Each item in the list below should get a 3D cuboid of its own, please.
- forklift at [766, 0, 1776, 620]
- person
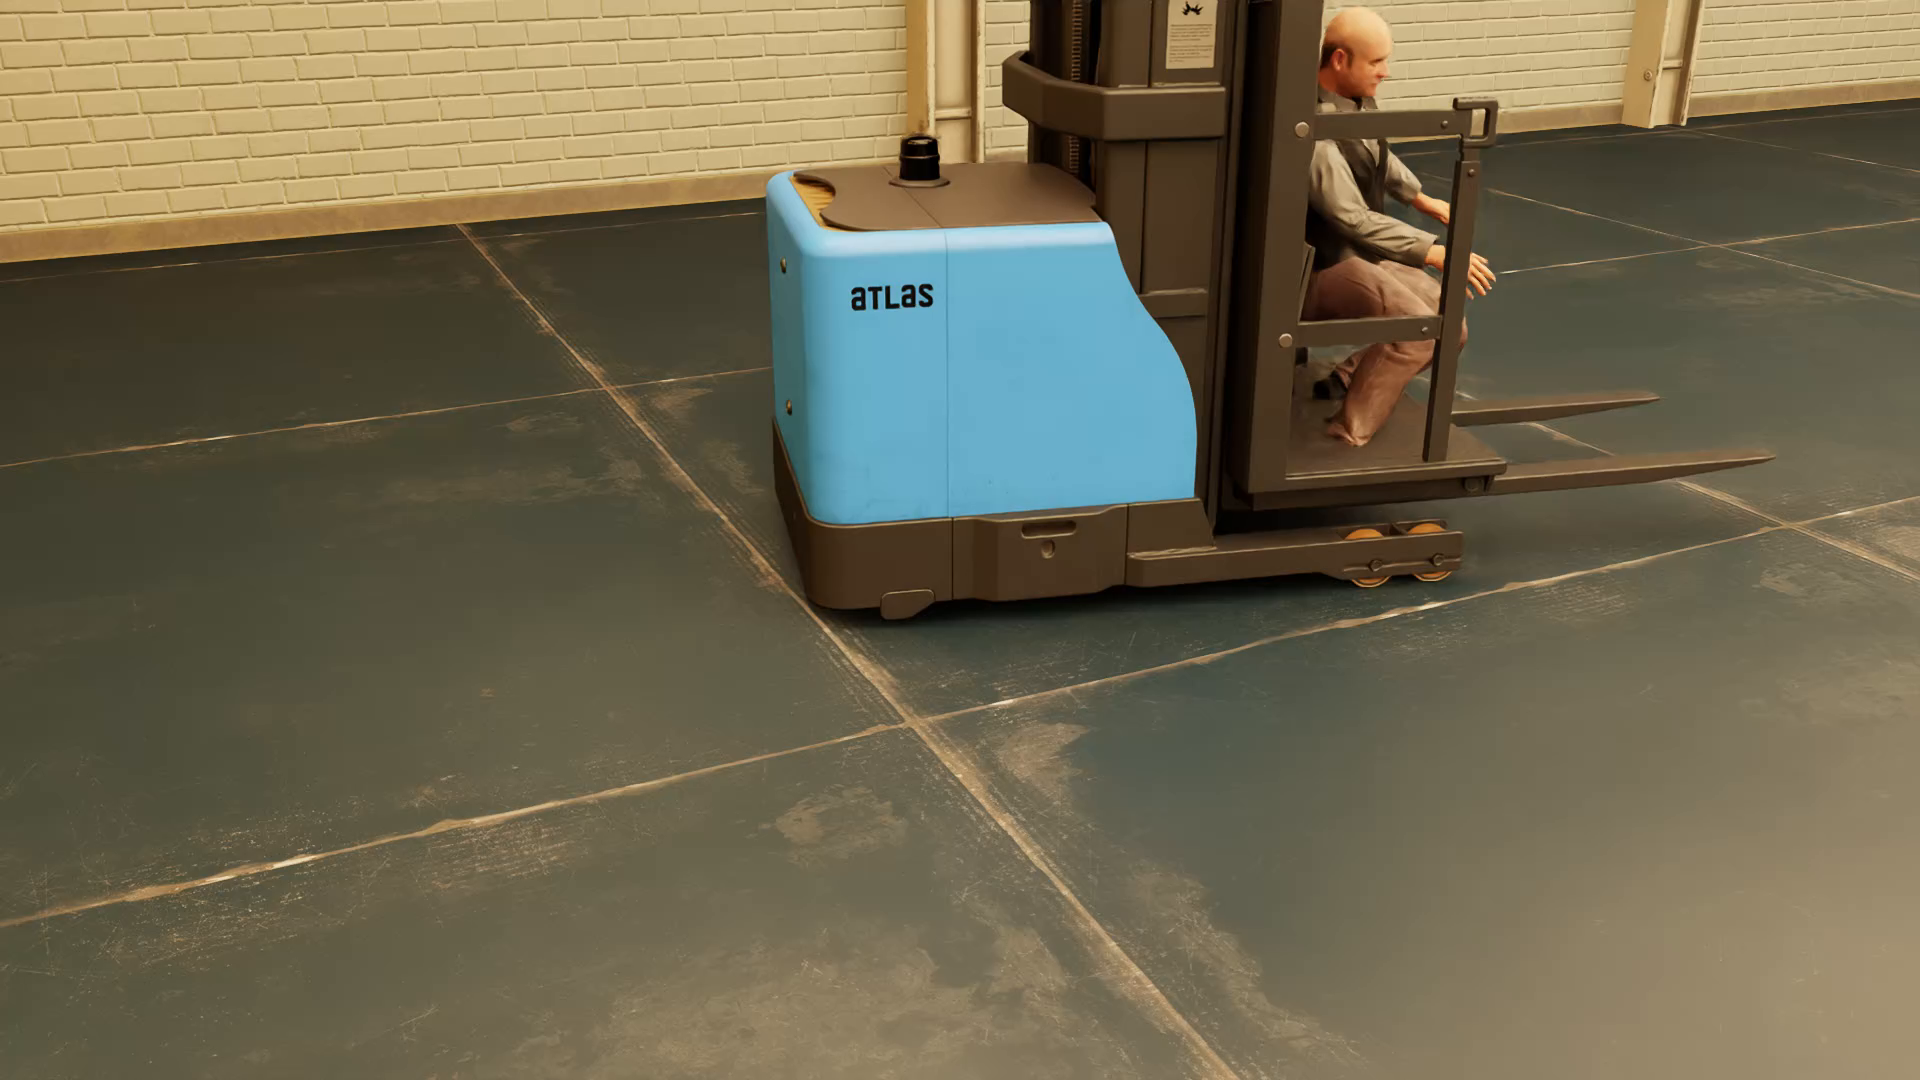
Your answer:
[{"bbox_3d":[0.980,-1.410,4.680,3.031,2.935,1.130,-5,23,-11],"label":"forklift"},{"bbox_3d":[1.264,-0.869,4.999,0.777,1.399,0.835,13,26,28],"label":"person"}]
